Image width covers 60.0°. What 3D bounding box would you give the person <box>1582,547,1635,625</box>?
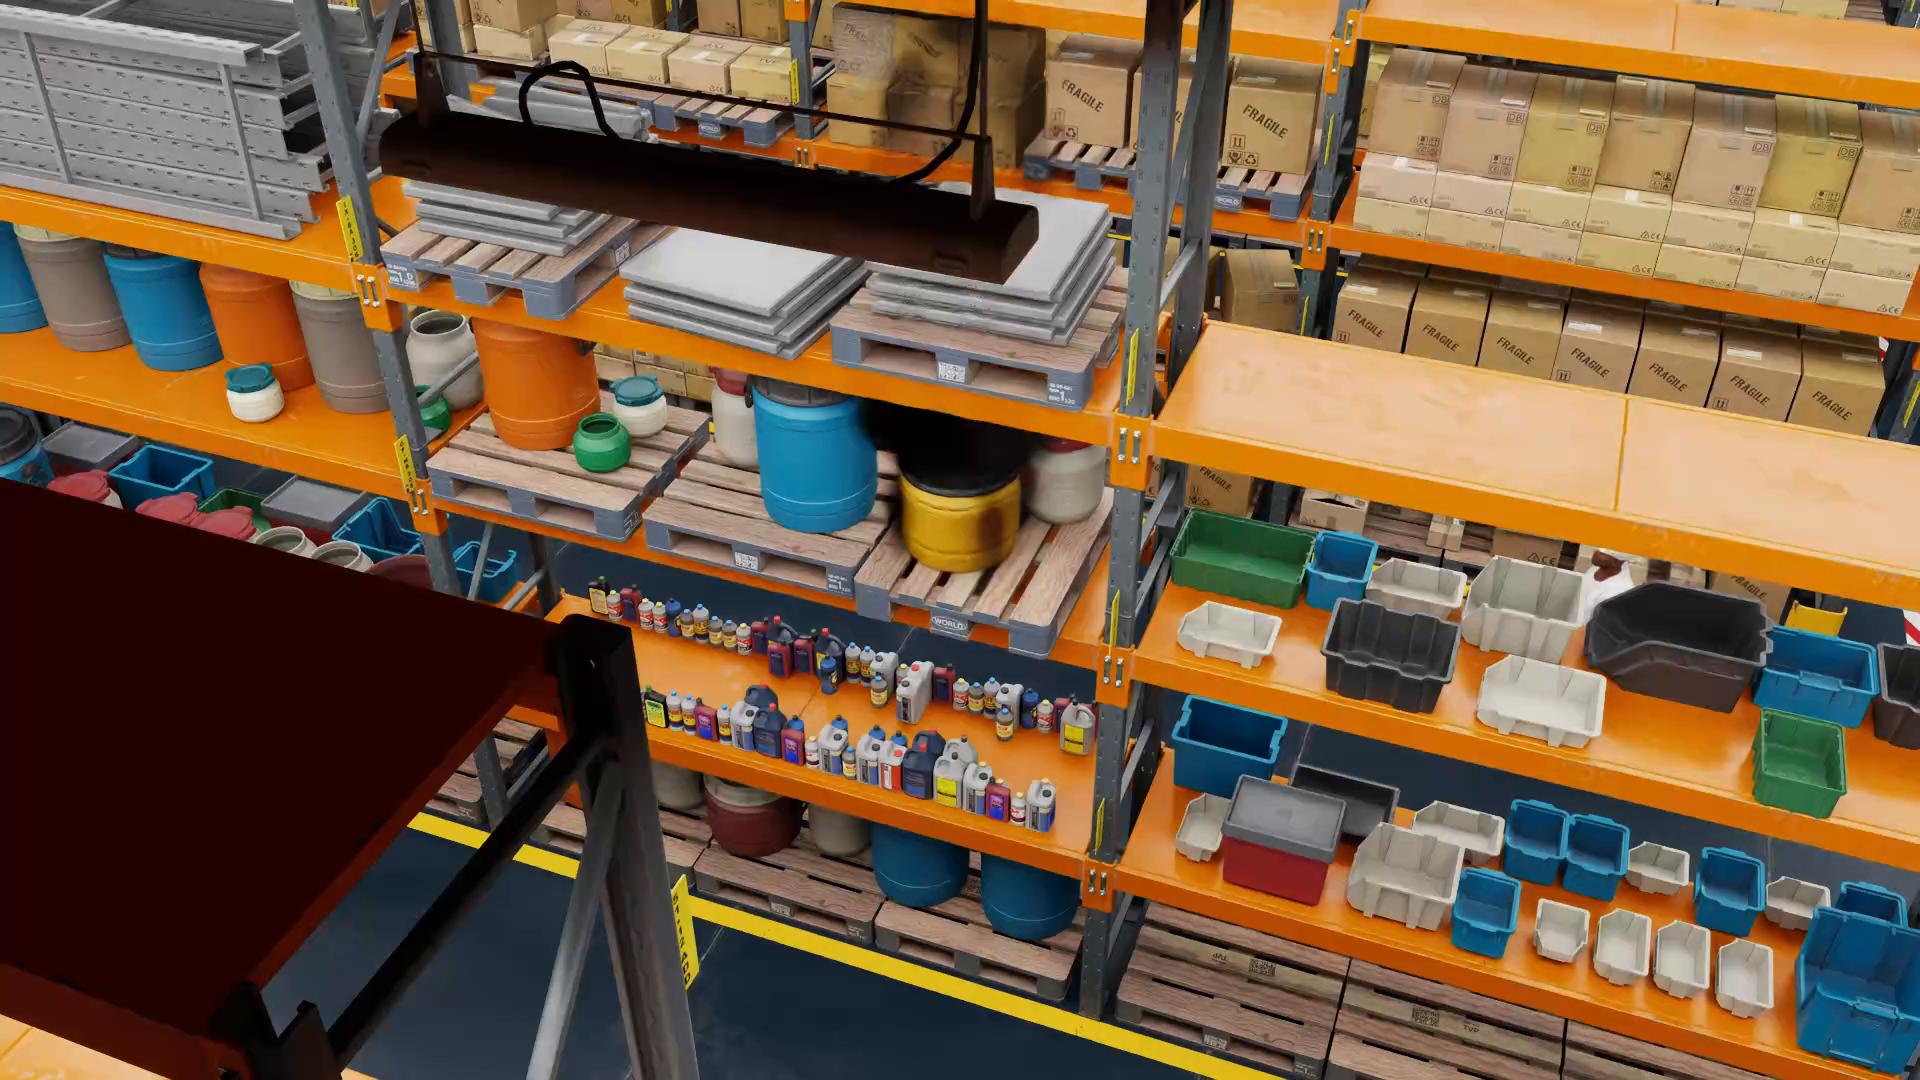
[{"bbox_3d":[4.182,0.589,11.047,0.753,1.590,0.702,5,37,7],"label":"person"}]

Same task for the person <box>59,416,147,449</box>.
[{"bbox_3d":[-7.277,-1.261,13.611,0.948,1.798,0.726,10,38,13],"label":"person"}]
